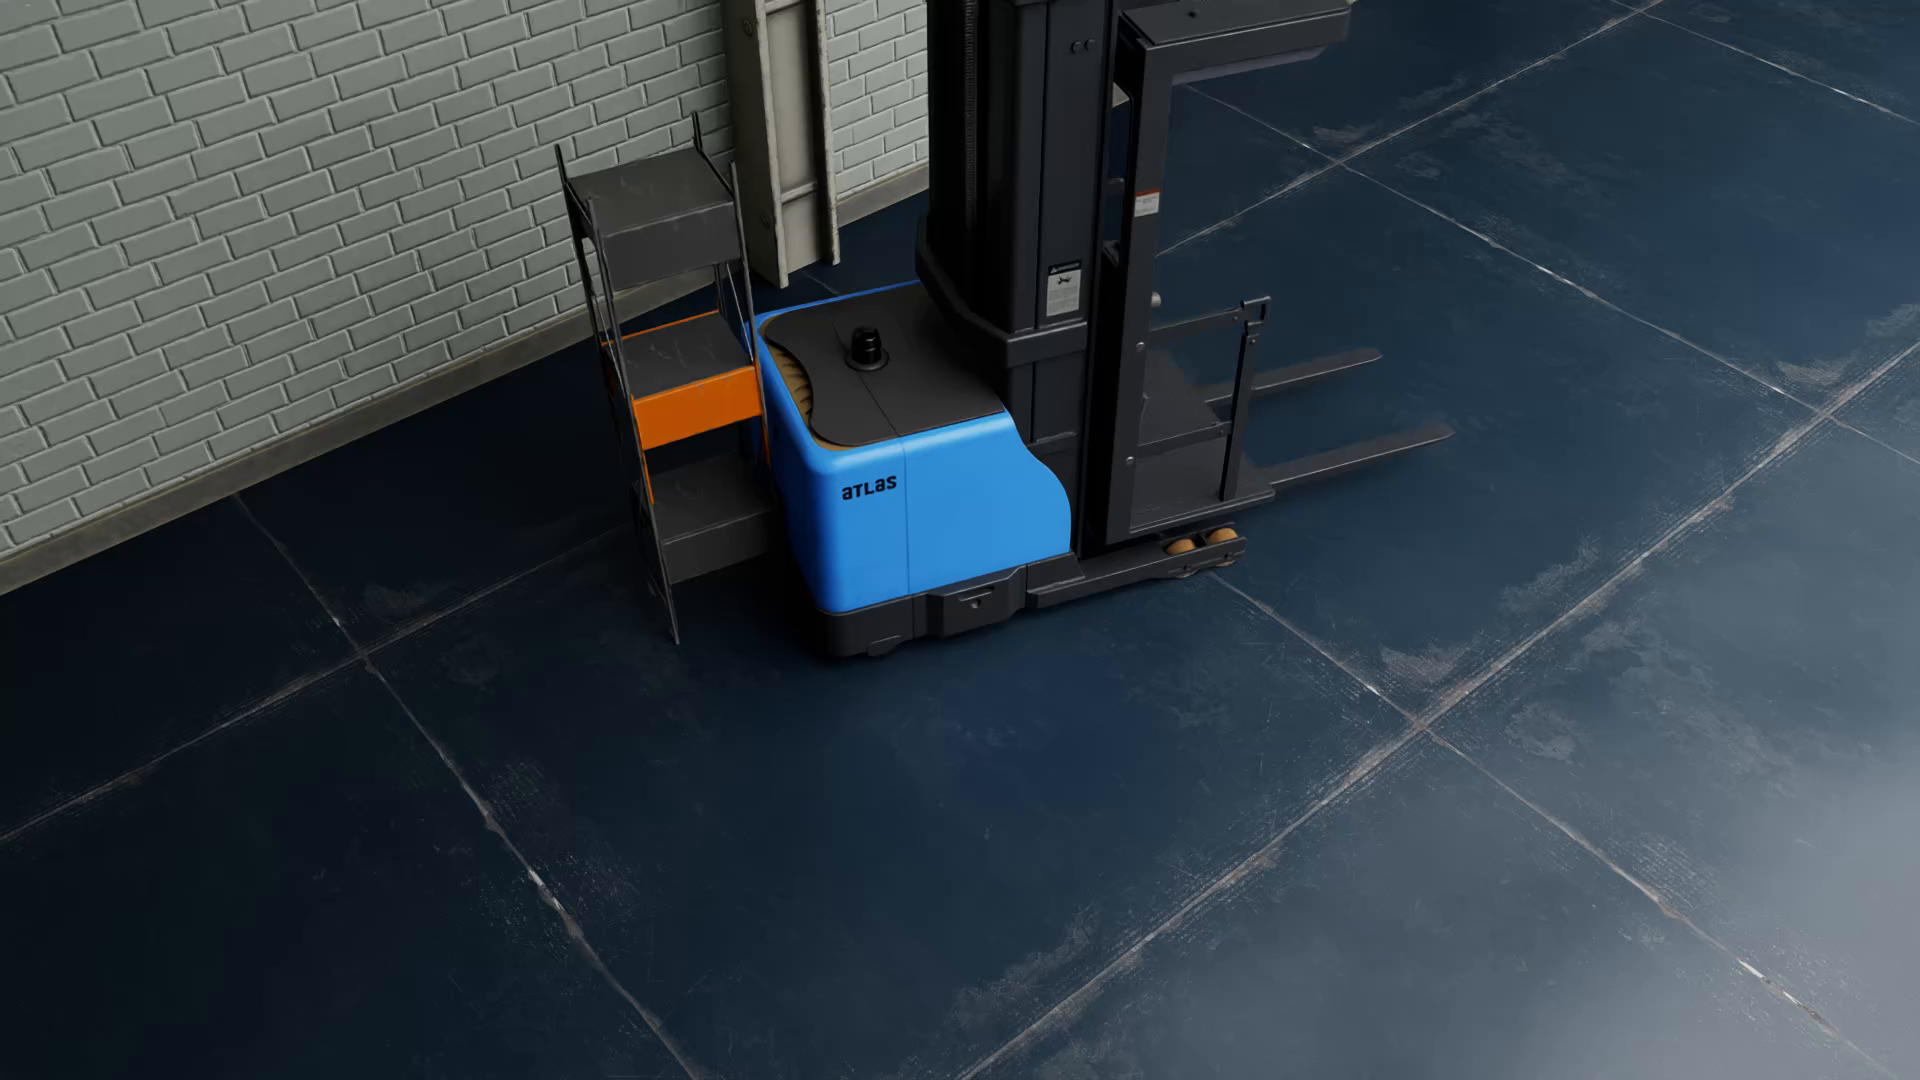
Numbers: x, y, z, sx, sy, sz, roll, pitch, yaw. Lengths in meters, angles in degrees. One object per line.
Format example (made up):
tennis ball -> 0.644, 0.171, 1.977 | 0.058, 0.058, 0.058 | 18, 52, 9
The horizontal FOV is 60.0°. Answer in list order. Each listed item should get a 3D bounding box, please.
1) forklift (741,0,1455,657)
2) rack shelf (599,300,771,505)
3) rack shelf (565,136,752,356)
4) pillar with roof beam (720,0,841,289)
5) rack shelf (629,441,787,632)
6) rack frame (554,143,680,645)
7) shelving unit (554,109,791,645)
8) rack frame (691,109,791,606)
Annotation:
forklift -> 0.685, -1.231, 6.420 | 3.031, 2.935, 1.130 | -15, 45, -15
rack shelf -> -1.038, -0.521, 6.284 | 0.480, 0.518, 0.431 | -19, 47, -18
rack shelf -> -1.050, -1.027, 5.800 | 0.480, 0.518, 0.431 | -19, 47, -18
pillar with roof beam -> 1.881, -2.490, 3.328 | 0.400, 9.000, 9.100 | -30, 51, -28
rack shelf -> -1.026, -0.016, 6.768 | 0.480, 0.518, 0.431 | -19, 47, -18
rack frame -> -1.258, -0.455, 6.200 | 0.015, 2.100, 0.400 | -19, 47, -18
shelving unit -> -1.038, -0.531, 6.274 | 0.503, 2.100, 0.431 | -19, 47, -18
rack frame -> -0.819, -0.608, 6.349 | 0.015, 2.100, 0.400 | -19, 47, -18
